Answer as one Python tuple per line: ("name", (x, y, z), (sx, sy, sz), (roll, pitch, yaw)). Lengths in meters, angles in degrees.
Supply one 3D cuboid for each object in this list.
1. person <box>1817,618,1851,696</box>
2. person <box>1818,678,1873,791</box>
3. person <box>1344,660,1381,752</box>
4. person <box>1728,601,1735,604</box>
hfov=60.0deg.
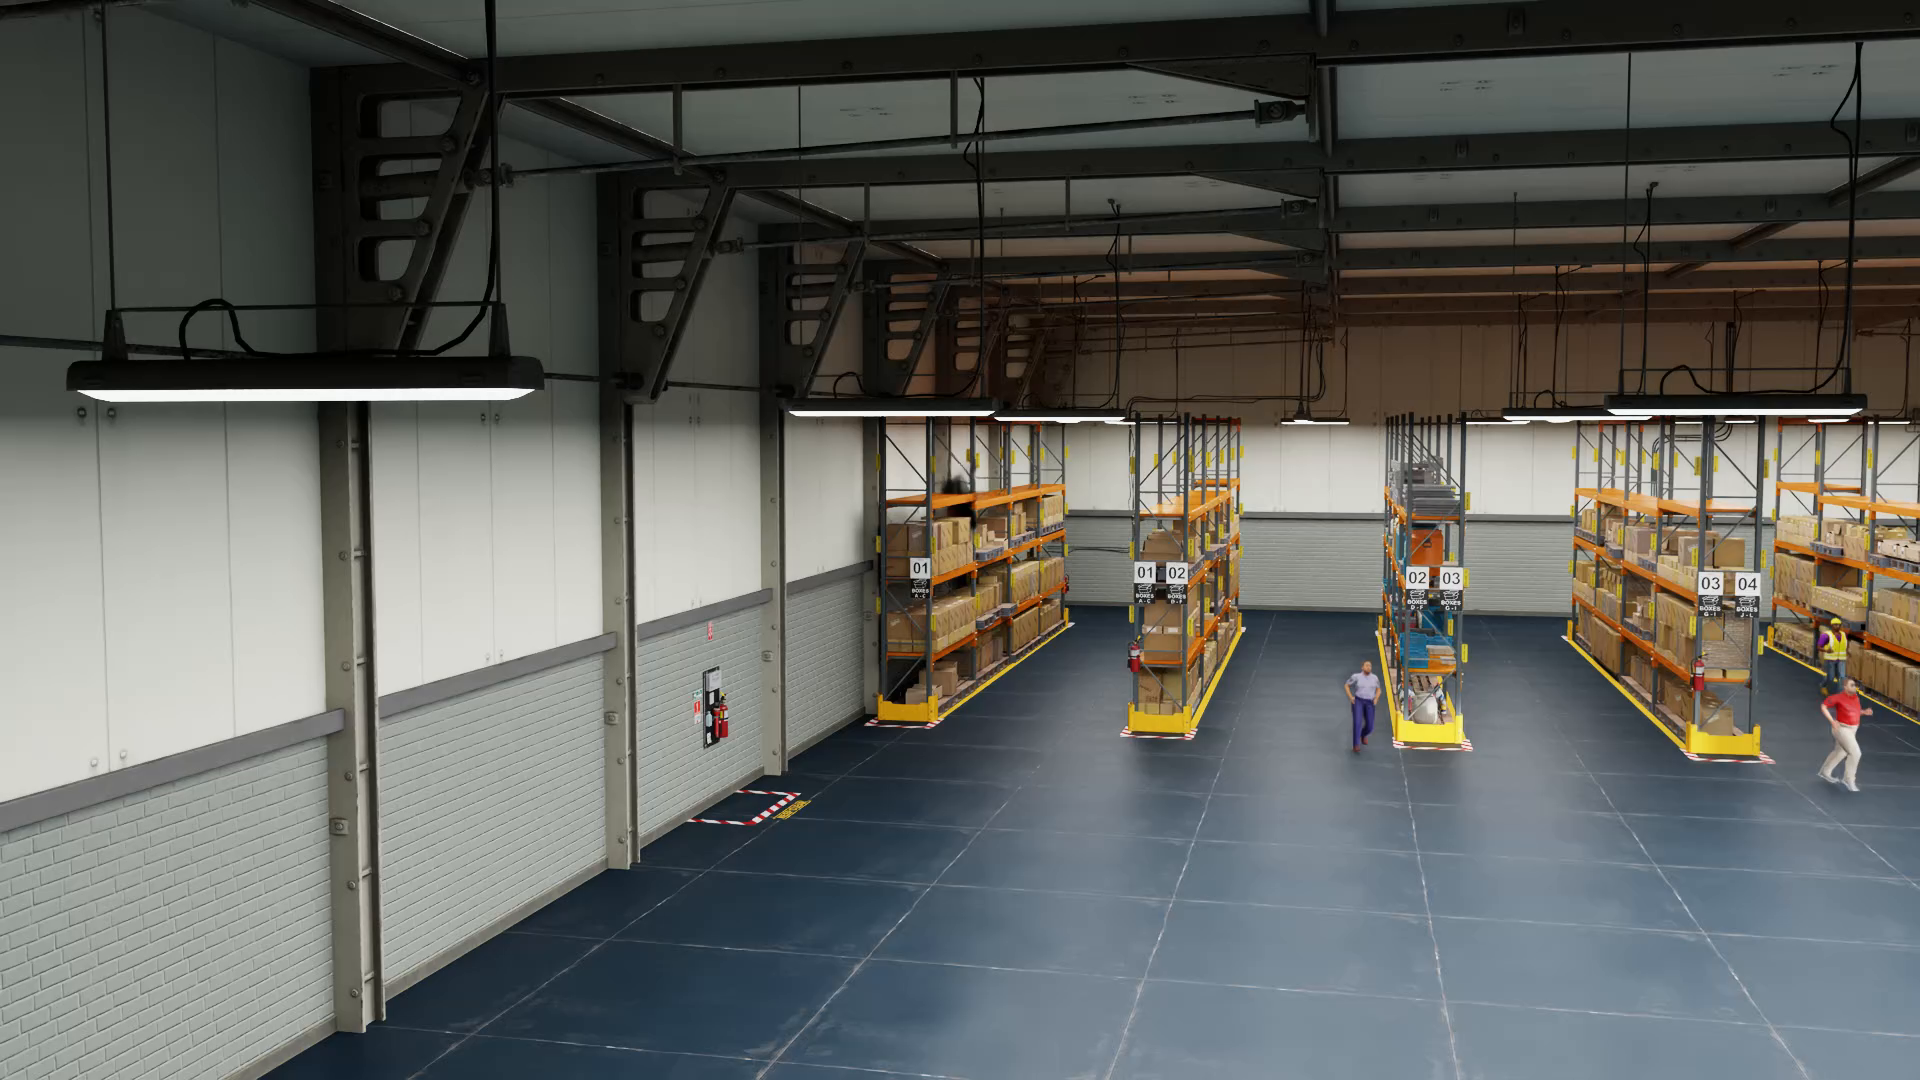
("person", (18.166, 2.498, 34.525), (0.700, 1.762, 0.957), (0, 4, 5))
("person", (14.091, 3.097, 26.453), (0.625, 1.807, 0.779), (-3, 5, -38))
("person", (7.181, 2.939, 29.576), (0.645, 1.574, 0.751), (0, 4, 2))
("person", (20.608, 1.844, 44.585), (0.933, 1.715, 0.774), (-1, 4, -15))
